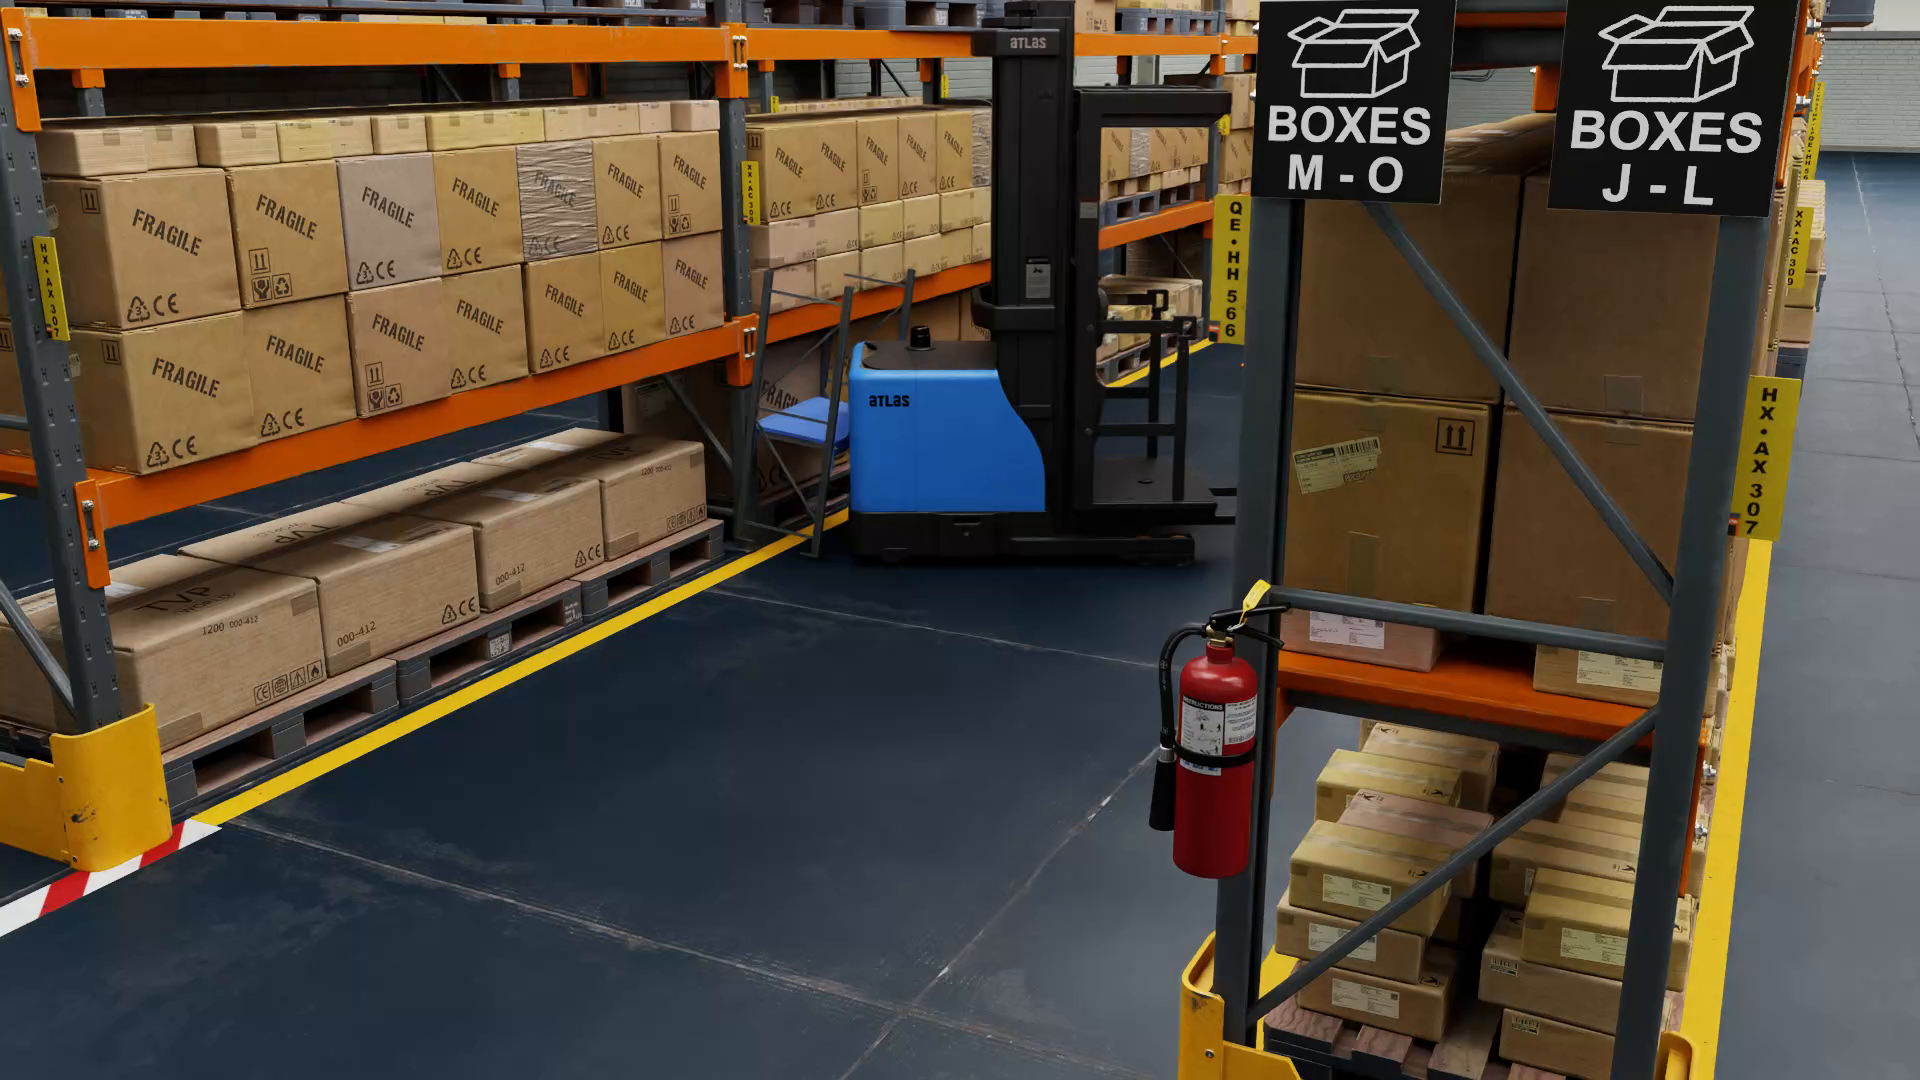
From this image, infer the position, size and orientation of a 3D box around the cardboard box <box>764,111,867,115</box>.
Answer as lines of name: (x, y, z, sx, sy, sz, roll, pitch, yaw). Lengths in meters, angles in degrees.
cardboard box: (-0.933, -2.502, 10.749, 0.500, 0.500, 0.500, 8, 19, 26)

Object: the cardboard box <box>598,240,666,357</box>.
cardboard box: (-1.798, -1.202, 8.126, 0.500, 0.500, 0.500, 8, 18, 24)

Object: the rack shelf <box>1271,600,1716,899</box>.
rack shelf: (1.986, 0.022, 5.445, 1.077, 0.370, 4.000, 8, 18, 25)

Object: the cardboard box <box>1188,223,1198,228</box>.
cardboard box: (2.231, -3.031, 17.236, 0.500, 0.500, 0.500, 8, 19, 26)

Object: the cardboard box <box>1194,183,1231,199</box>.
cardboard box: (2.408, -3.393, 16.120, 0.380, 0.149, 0.250, 8, 18, 25)

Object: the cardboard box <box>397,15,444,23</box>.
cardboard box: (-4.485, -4.162, 13.263, 0.500, 0.250, 0.500, 8, 18, 26)

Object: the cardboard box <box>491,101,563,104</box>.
cardboard box: (-2.144, -2.089, 8.218, 0.380, 0.149, 0.250, 8, 18, 25)

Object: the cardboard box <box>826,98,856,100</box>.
cardboard box: (-1.487, -5.303, 20.274, 0.380, 0.149, 0.250, 9, 19, 27)

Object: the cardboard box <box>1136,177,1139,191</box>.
cardboard box: (1.319, -3.076, 14.317, 0.380, 0.149, 0.250, 7, 18, 23)

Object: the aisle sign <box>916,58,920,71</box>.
aisle sign: (-0.382, -6.349, 21.065, 0.394, 0.787, 0.004, 8, 18, 25)

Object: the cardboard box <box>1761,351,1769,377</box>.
cardboard box: (1.986, -0.346, 4.722, 0.500, 0.500, 0.500, 8, 18, 26)

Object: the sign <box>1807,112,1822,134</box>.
sign: (6.944, -3.320, 13.540, 0.100, 0.325, 0.005, 8, 18, 25)

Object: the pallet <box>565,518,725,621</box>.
pallet: (-2.004, 0.084, 8.869, 1.003, 0.211, 1.213, 8, 18, 25)

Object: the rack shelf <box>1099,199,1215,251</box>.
rack shelf: (1.087, -2.619, 14.339, 1.077, 0.370, 4.000, 8, 18, 25)

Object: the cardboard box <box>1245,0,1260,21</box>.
cardboard box: (2.644, -5.192, 16.210, 0.500, 0.250, 0.500, 8, 18, 25)

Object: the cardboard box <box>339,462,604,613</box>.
cardboard box: (-2.370, -0.035, 8.135, 0.875, 0.438, 0.875, 8, 18, 24)

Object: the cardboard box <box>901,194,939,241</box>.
cardboard box: (-0.464, -2.071, 10.613, 0.500, 0.250, 0.500, 7, 18, 24)

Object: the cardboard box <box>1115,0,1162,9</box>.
cardboard box: (1.390, -4.616, 14.055, 0.500, 0.250, 0.500, 8, 18, 26)

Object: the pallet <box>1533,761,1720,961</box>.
pallet: (2.067, 0.992, 5.813, 1.003, 0.211, 1.213, 8, 18, 25)

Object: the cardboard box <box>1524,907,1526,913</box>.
cardboard box: (1.729, 1.046, 4.481, 0.380, 0.149, 0.250, 8, 18, 25)

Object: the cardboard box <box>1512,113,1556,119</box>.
cardboard box: (2.460, -1.418, 6.576, 0.500, 0.500, 0.500, 9, 19, 27)

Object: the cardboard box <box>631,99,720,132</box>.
cardboard box: (-1.447, -2.155, 8.442, 0.380, 0.149, 0.250, 8, 18, 24)

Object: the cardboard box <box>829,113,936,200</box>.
cardboard box: (-0.486, -2.432, 10.512, 0.500, 0.500, 0.500, 8, 18, 24)

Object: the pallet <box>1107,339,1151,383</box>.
pallet: (1.090, -1.627, 14.630, 1.003, 0.211, 1.213, 8, 18, 25)

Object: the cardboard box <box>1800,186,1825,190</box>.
cardboard box: (4.627, -1.903, 9.323, 0.380, 0.149, 0.250, 9, 19, 27)

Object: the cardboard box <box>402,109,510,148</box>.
cardboard box: (-2.171, -1.773, 7.155, 0.380, 0.149, 0.250, 8, 18, 25)

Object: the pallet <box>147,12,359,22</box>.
pallet: (-5.222, -3.836, 12.234, 1.213, 0.211, 1.003, 8, 18, 25)

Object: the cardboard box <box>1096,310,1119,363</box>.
cardboard box: (0.777, -1.728, 13.952, 0.950, 0.372, 0.625, 8, 18, 24)

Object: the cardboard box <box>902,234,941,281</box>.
cardboard box: (-0.457, -1.829, 10.678, 0.500, 0.250, 0.500, 8, 18, 24)

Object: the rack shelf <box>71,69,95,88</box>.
rack shelf: (-6.930, -2.650, 9.174, 1.077, 0.370, 4.000, 8, 18, 25)

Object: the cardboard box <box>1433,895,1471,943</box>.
cardboard box: (1.237, 0.979, 4.707, 0.380, 0.149, 0.250, 8, 18, 24)

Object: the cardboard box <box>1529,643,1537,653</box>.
cardboard box: (1.607, 0.196, 4.036, 0.380, 0.149, 0.250, 9, 19, 27)

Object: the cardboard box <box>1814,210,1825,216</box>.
cardboard box: (3.930, -1.505, 7.983, 0.380, 0.149, 0.250, 8, 18, 25)

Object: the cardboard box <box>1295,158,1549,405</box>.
cardboard box: (1.074, -0.631, 3.927, 0.500, 0.500, 0.500, 8, 18, 24)

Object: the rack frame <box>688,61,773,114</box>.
rack frame: (-2.462, -4.104, 18.075, 1.000, 3.000, 0.127, 8, 18, 25)

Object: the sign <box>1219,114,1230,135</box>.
sign: (2.479, -3.959, 15.552, 0.100, 0.325, 0.005, 8, 18, 25)

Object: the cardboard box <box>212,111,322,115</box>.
cardboard box: (-2.879, -1.704, 6.923, 0.380, 0.149, 0.250, 9, 19, 27)

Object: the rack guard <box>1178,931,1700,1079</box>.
rack guard: (1.126, 1.366, 4.048, 1.175, 0.500, 0.348, 8, 18, 25)

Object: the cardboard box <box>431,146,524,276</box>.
cardboard box: (-2.242, -1.422, 7.113, 0.500, 0.500, 0.500, 8, 18, 26)

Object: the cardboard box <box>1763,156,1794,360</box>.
cardboard box: (1.750, -0.693, 4.135, 0.500, 0.500, 0.500, 9, 19, 27)

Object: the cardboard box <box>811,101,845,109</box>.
cardboard box: (-1.549, -4.987, 19.211, 0.380, 0.149, 0.250, 8, 18, 25)

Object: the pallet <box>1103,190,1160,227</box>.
pallet: (1.041, -2.872, 14.264, 1.003, 0.211, 1.213, 8, 18, 25)

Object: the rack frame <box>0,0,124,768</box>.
rack frame: (-3.382, -0.417, 5.661, 1.000, 3.000, 0.127, 8, 18, 25)

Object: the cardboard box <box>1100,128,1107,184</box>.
cardboard box: (0.828, -3.066, 13.142, 0.500, 0.500, 0.500, 9, 19, 28)

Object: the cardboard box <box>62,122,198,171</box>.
cardboard box: (-2.922, -1.386, 5.853, 0.380, 0.149, 0.250, 9, 19, 27)

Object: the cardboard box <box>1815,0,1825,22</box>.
cardboard box: (2.902, -2.039, 6.115, 0.500, 0.250, 0.500, 9, 19, 27)

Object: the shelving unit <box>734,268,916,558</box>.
shelving unit: (-0.754, -0.788, 9.435, 0.538, 1.500, 1.048, 13, 17, 14)

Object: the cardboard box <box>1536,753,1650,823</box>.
cardboard box: (1.910, 0.770, 4.889, 0.380, 0.149, 0.250, 7, 18, 23)

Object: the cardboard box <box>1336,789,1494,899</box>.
cardboard box: (1.265, 0.843, 4.642, 0.380, 0.149, 0.250, 8, 19, 26)

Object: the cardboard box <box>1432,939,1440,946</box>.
cardboard box: (1.165, 1.113, 4.778, 0.380, 0.149, 0.250, 9, 19, 27)

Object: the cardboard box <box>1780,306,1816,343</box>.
cardboard box: (3.467, -0.955, 7.174, 0.380, 0.149, 0.250, 7, 18, 23)

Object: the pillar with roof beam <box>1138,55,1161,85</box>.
pillar with roof beam: (7.422, -10.445, 28.887, 9.100, 9.000, 0.400, 8, 18, 25)

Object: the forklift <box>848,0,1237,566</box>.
forklift: (0.896, -1.413, 9.133, 3.031, 2.935, 1.130, 0, 17, -2)

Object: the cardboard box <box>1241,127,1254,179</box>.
cardboard box: (2.630, -3.872, 16.593, 0.500, 0.500, 0.500, 8, 18, 25)

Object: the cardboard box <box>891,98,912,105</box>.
cardboard box: (-0.821, -5.370, 20.498, 0.380, 0.149, 0.250, 9, 19, 27)
